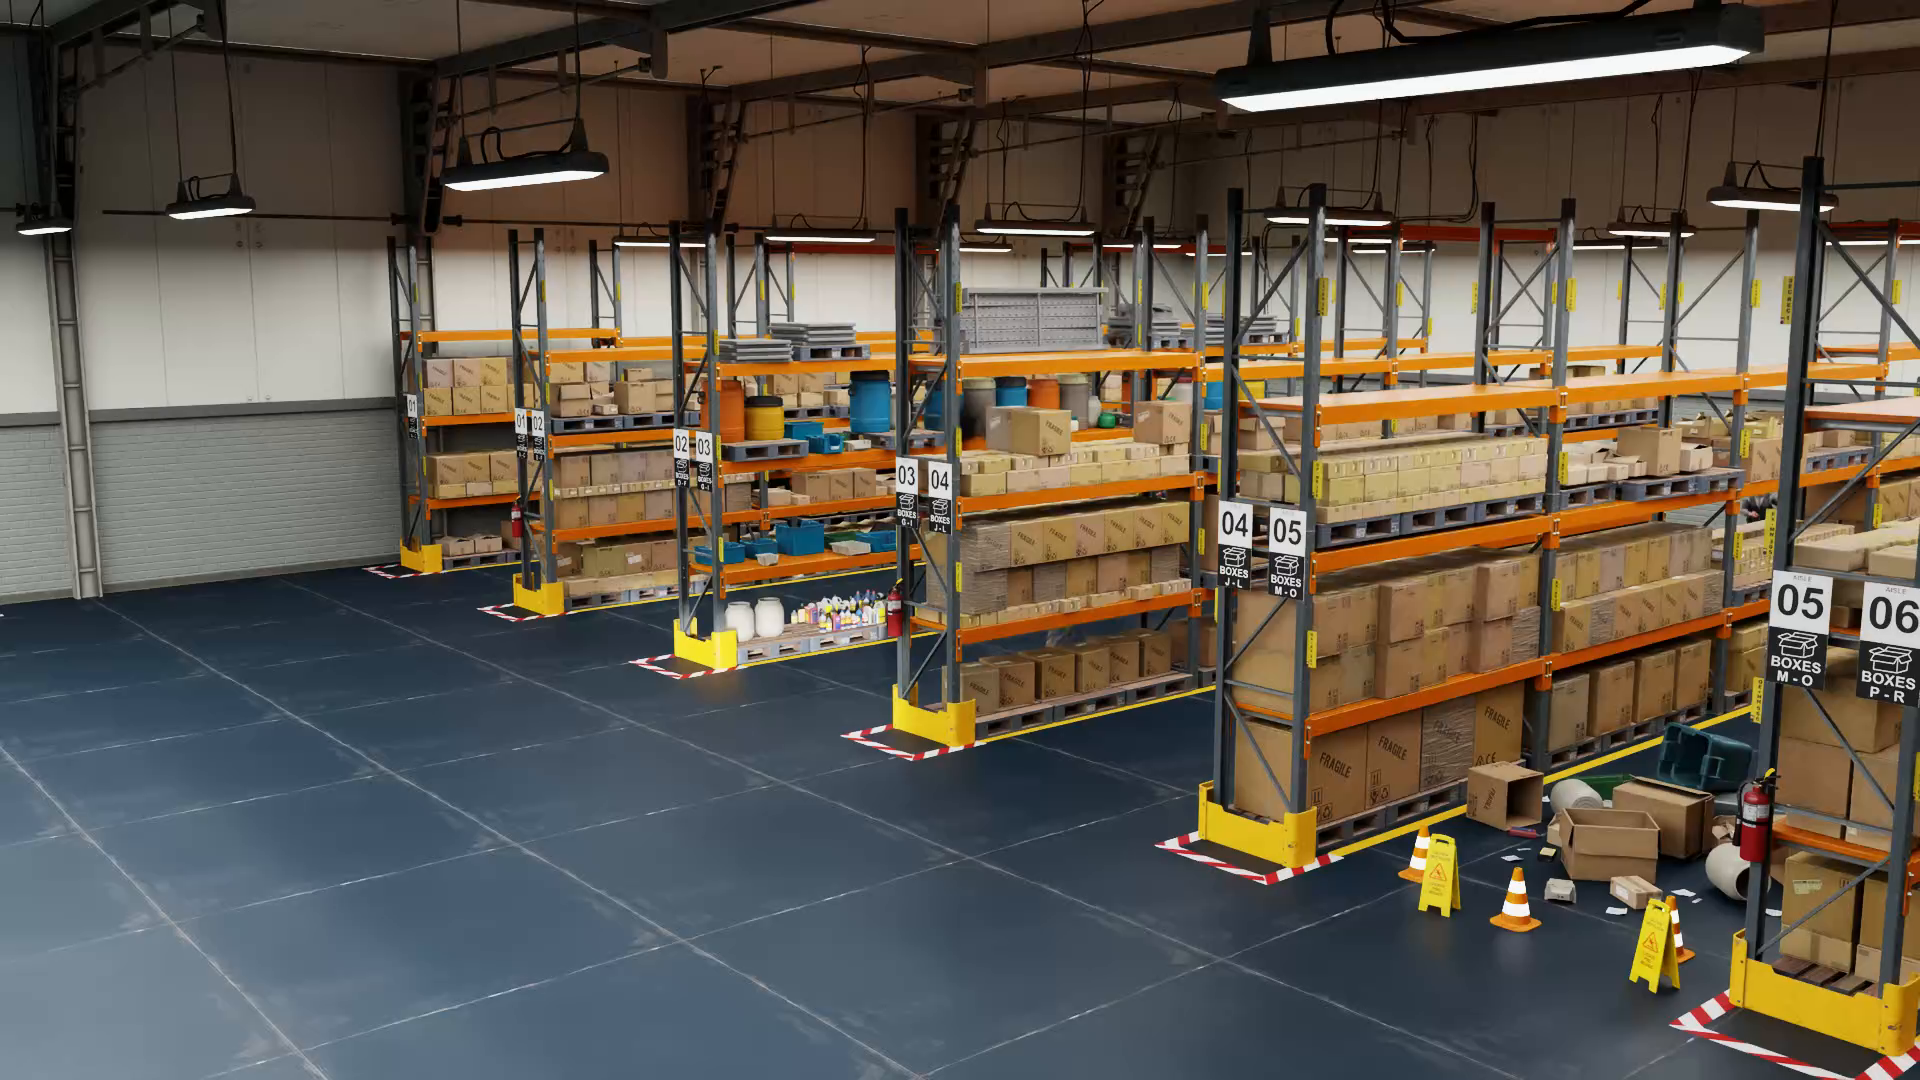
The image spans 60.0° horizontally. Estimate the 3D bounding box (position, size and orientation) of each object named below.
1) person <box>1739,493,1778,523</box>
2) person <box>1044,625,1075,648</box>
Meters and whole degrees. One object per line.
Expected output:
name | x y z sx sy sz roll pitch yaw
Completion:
person | 14.213 -0.197 29.575 0.693 1.756 0.636 5 10 29
person | 1.279 0.621 22.470 0.779 1.792 0.595 -6 10 -33
